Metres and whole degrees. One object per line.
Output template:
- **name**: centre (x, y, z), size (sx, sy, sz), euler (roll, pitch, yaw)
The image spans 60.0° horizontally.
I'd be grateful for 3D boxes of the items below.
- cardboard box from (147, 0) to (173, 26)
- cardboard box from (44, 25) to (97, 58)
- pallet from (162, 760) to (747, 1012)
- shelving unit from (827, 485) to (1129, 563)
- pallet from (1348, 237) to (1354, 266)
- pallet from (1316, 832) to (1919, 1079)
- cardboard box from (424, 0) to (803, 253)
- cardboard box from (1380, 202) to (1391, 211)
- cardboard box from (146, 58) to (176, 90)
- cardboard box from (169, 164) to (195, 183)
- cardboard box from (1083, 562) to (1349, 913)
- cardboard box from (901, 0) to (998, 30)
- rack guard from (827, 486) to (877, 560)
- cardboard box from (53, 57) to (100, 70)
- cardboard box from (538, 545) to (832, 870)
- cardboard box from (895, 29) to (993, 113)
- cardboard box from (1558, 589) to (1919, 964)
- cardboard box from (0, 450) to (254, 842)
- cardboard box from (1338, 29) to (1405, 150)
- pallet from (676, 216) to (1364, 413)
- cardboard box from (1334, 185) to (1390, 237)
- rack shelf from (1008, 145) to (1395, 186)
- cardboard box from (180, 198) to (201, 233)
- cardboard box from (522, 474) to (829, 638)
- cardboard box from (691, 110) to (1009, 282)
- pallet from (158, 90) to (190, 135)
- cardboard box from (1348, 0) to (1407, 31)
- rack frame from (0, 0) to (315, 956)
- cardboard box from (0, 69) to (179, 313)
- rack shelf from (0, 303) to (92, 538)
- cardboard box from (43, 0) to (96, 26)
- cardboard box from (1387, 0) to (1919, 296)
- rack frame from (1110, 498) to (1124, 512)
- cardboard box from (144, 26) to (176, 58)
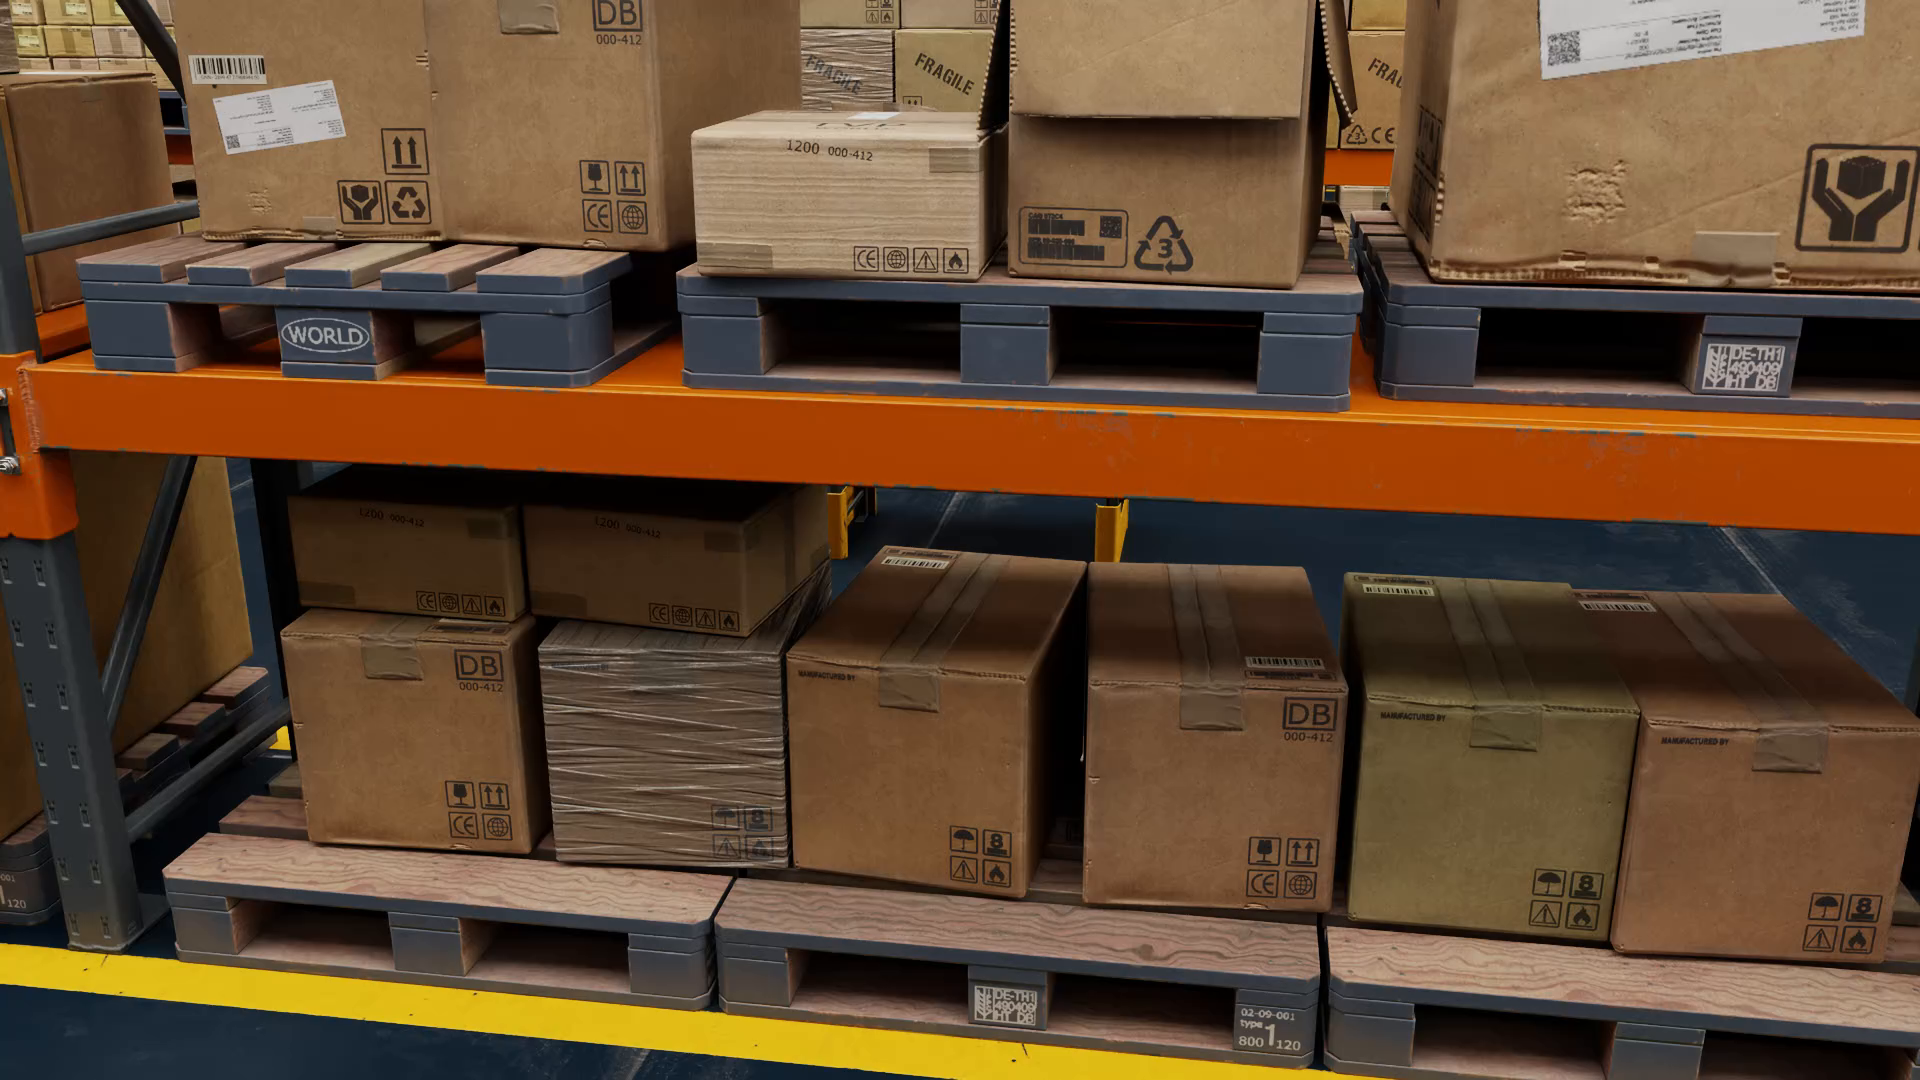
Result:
- **cardboard box**: centre (-3.774, -2.589, 8.111), size (0.250, 0.149, 0.380), euler (3, 19, 8)
- **cardboard box**: centre (-4.293, -2.475, 8.238), size (0.250, 0.149, 0.380), euler (3, 19, 8)
- **pallet**: centre (-1.031, 0.682, 3.932), size (1.213, 0.211, 1.003), euler (3, 19, 9)
- **shelving unit**: centre (0.075, -0.707, 6.054), size (1.083, 1.500, 0.587), euler (3, 19, 9)
- **pallet**: centre (2.950, -2.300, 12.844), size (1.213, 0.211, 1.003), euler (3, 19, 9)
- **pallet**: centre (1.378, 0.805, 3.565), size (1.213, 0.211, 1.003), euler (3, 19, 9)
- **cardboard box**: centre (-0.696, -0.915, 3.492), size (0.500, 0.500, 0.700), euler (6, 19, 17)
- **cardboard box**: centre (2.406, -1.163, 7.936), size (0.750, 0.750, 1.050), euler (3, 19, 8)
- **cardboard box**: centre (-3.781, -2.308, 8.207), size (0.250, 0.149, 0.380), euler (3, 19, 9)
- **cardboard box**: centre (-6.557, -3.126, 14.296), size (0.875, 0.438, 0.875), euler (3, 19, 10)
- **cardboard box**: centre (0.524, 0.402, 3.620), size (0.500, 0.500, 0.700), euler (1, 19, 4)
- **cardboard box**: centre (0.026, -2.700, 7.912), size (0.500, 0.500, 0.700), euler (3, 19, 8)
- **rack guard**: centre (-0.416, -0.140, 6.327), size (0.087, 0.250, 0.587), euler (3, 19, 9)
- **cardboard box**: centre (-4.274, -2.334, 8.287), size (0.250, 0.149, 0.380), euler (3, 19, 10)
- **cardboard box**: centre (-0.588, 0.348, 3.782), size (0.500, 0.500, 0.700), euler (1, 19, 4)
- **cardboard box**: centre (-0.013, -2.145, 7.828), size (0.500, 0.500, 0.500), euler (3, 19, 8)
- **cardboard box**: centre (1.544, 0.460, 3.447), size (0.500, 0.500, 0.700), euler (1, 19, 4)
- **cardboard box**: centre (-2.480, 0.087, 4.003), size (0.875, 0.875, 1.225), euler (2, 19, 6)
- **cardboard box**: centre (1.977, -2.043, 7.524), size (0.500, 0.500, 0.500), euler (3, 19, 8)
- **pallet**: centre (0.159, -0.502, 3.380), size (1.213, 0.211, 1.003), euler (3, 19, 9)
- **cardboard box**: centre (3.201, -2.562, 12.713), size (0.625, 0.372, 0.950), euler (3, 19, 9)
- **rack shelf**: centre (1.059, -1.787, 8.051), size (4.000, 0.370, 1.077), euler (3, 19, 9)
- **cardboard box**: centre (-3.651, -1.654, 8.614), size (0.500, 0.250, 0.500), euler (3, 19, 10)
- **cardboard box**: centre (-0.611, -0.011, 3.674), size (0.500, 0.250, 0.500), euler (5, 19, 15)
- **cardboard box**: centre (-0.184, -0.652, 3.099), size (0.500, 0.250, 0.500), euler (2, 19, 7)
- **pallet**: centre (-4.134, -2.255, 8.619), size (1.213, 0.211, 1.003), euler (3, 19, 9)
- **cardboard box**: centre (2.034, -2.598, 7.606), size (0.500, 0.500, 0.700), euler (3, 19, 8)
- **rack frame**: centre (-1.802, -0.680, 3.609), size (0.127, 3.000, 1.000), euler (3, 19, 9)
- **cardboard box**: centre (-2.239, -0.837, 3.921), size (0.500, 0.500, 0.500), euler (3, 19, 10)
- **rack shelf**: centre (-3.777, -0.440, 4.024), size (4.000, 0.370, 1.077), euler (3, 19, 9)
- **cardboard box**: centre (-4.273, -2.617, 8.192), size (0.250, 0.149, 0.380), euler (3, 19, 10)
- **cardboard box**: centre (1.385, -1.046, 3.096), size (1.000, 1.000, 1.000), euler (3, 19, 9)
- **rack frame**: centre (0.586, -0.681, 5.976), size (0.032, 1.500, 0.500), euler (3, 19, 9)
- **cardboard box**: centre (-3.781, -2.449, 8.161), size (0.250, 0.149, 0.380), euler (2, 19, 6)
